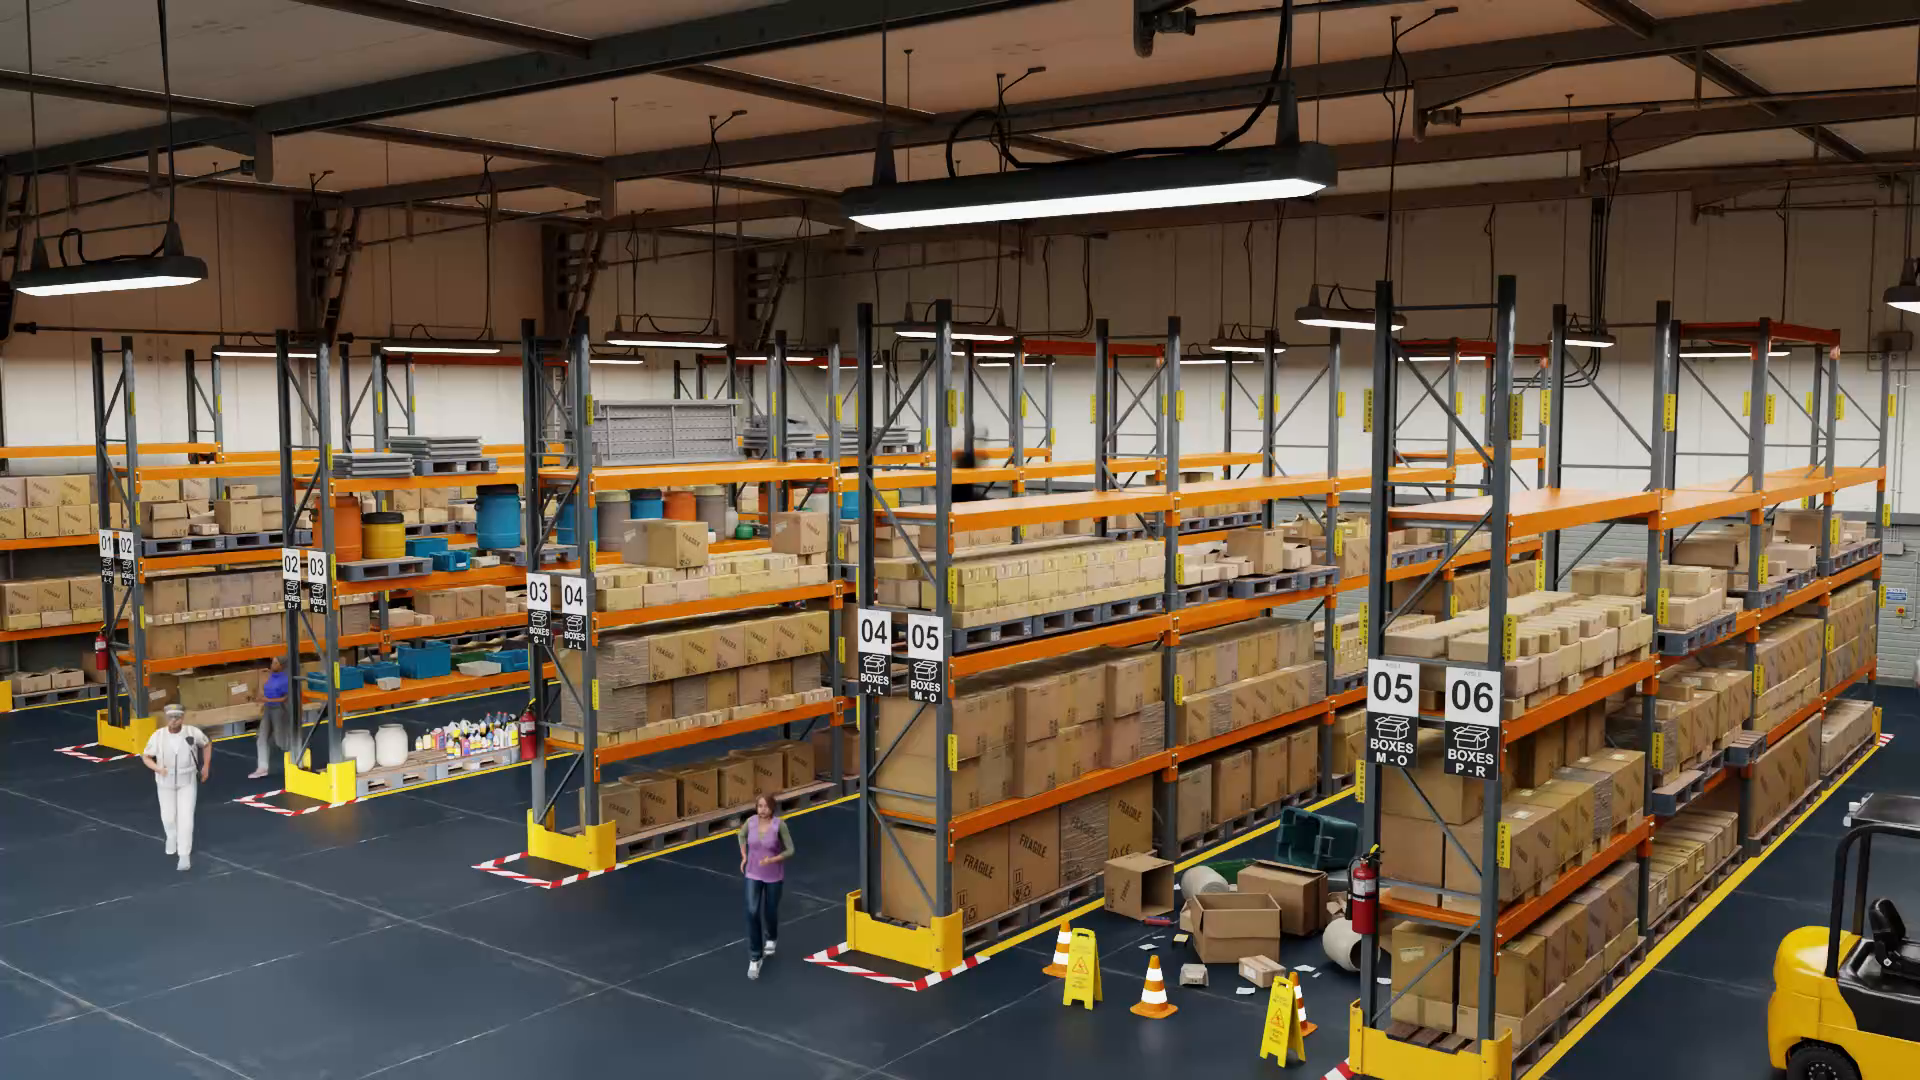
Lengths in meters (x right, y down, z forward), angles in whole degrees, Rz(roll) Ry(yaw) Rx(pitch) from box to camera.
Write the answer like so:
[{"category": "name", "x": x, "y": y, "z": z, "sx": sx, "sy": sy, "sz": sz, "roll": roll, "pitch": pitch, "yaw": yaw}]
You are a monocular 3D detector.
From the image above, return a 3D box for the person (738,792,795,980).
[{"category": "person", "x": -1.752, "y": 3.117, "z": 14.998, "sx": 0.548, "sy": 1.541, "sz": 0.662, "roll": 0, "pitch": 5, "yaw": 3}]

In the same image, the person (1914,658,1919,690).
[{"category": "person", "x": 14.125, "y": 2.218, "z": 23.880, "sx": 0.739, "sy": 1.815, "sz": 0.760, "roll": 3, "pitch": 6, "yaw": 34}]

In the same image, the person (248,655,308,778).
[{"category": "person", "x": -9.306, "y": 2.386, "z": 22.624, "sx": 0.608, "sy": 1.629, "sz": 0.844, "roll": 3, "pitch": 6, "yaw": 35}]

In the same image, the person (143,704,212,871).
[{"category": "person", "x": -8.653, "y": 2.687, "z": 18.407, "sx": 0.686, "sy": 1.799, "sz": 0.866, "roll": -2, "pitch": 5, "yaw": -21}]
